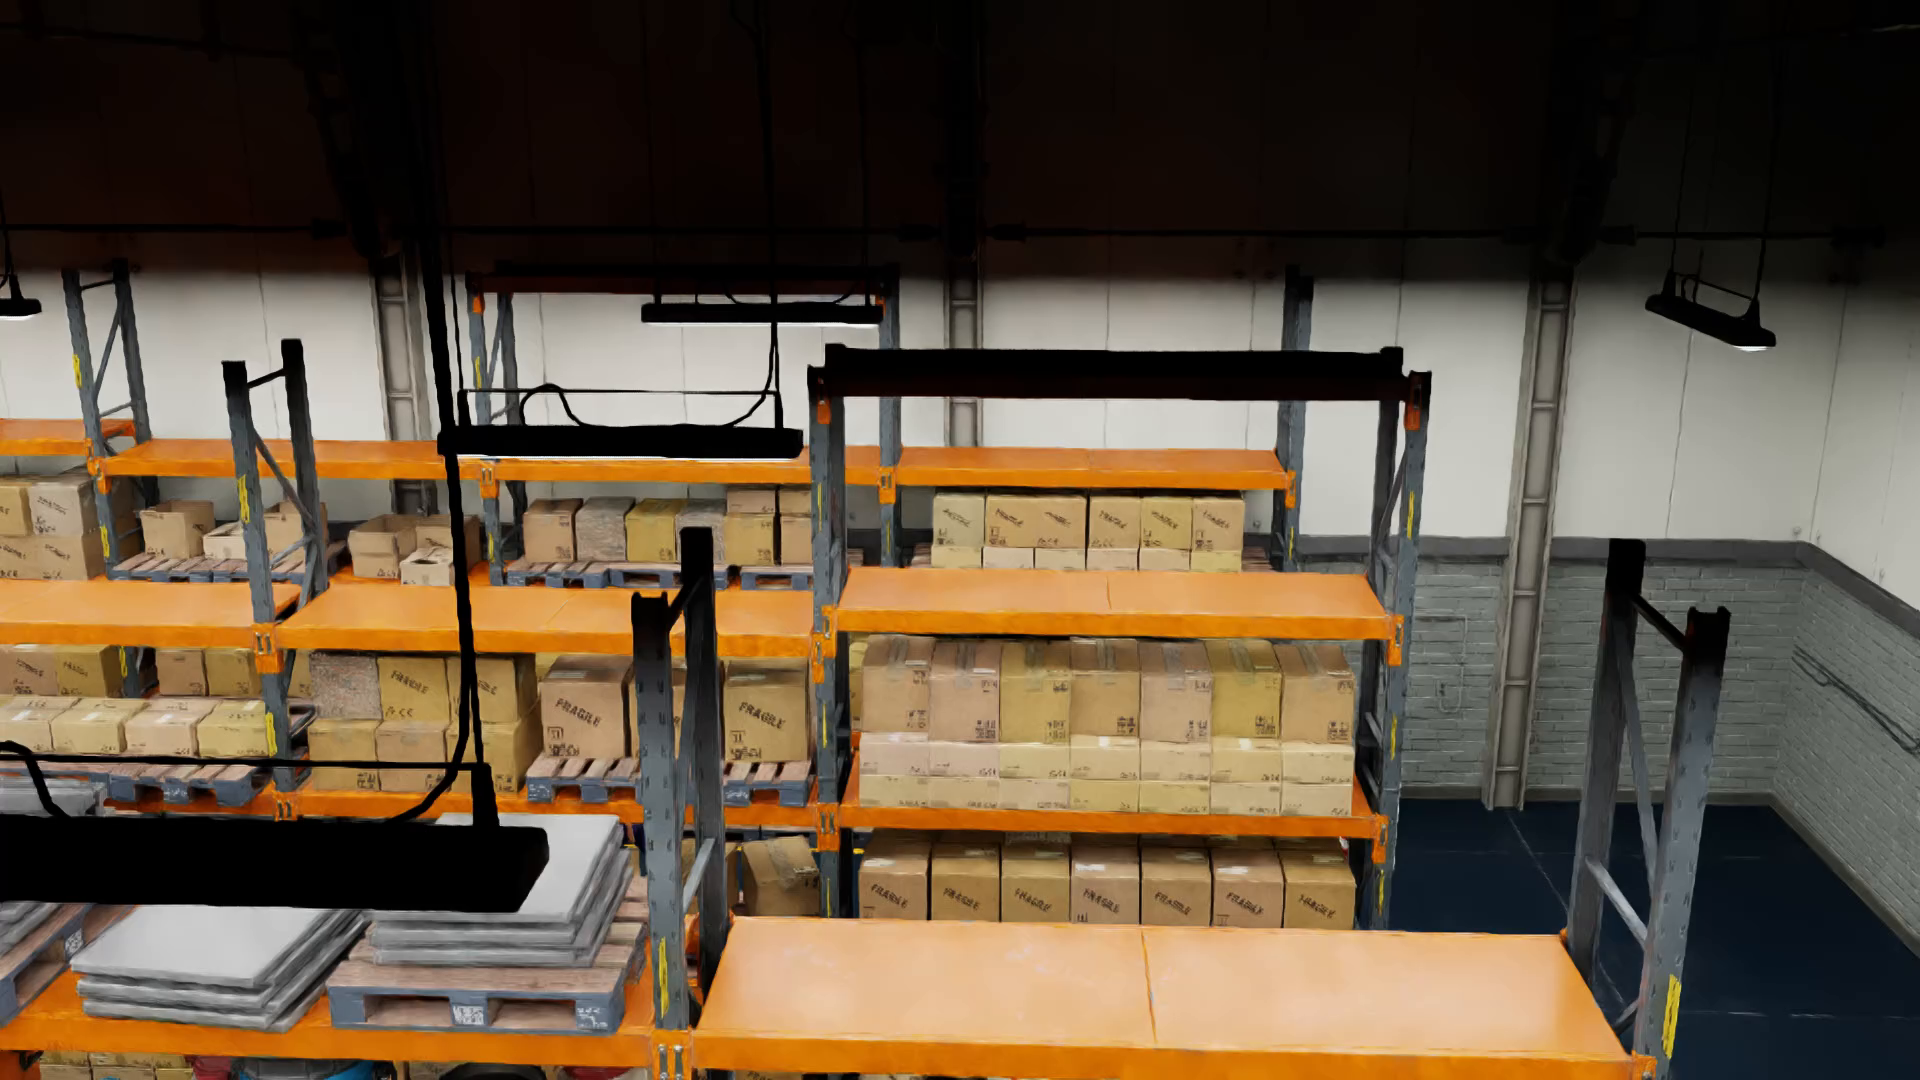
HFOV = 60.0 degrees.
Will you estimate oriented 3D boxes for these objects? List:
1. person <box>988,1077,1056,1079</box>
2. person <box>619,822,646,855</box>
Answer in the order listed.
[{"bbox_3d":[0.480,4.061,11.343,0.606,1.792,0.442,-8,18,-26],"label":"person"},{"bbox_3d":[-3.335,2.729,16.349,1.091,1.566,0.480,0,16,0],"label":"person"}]
